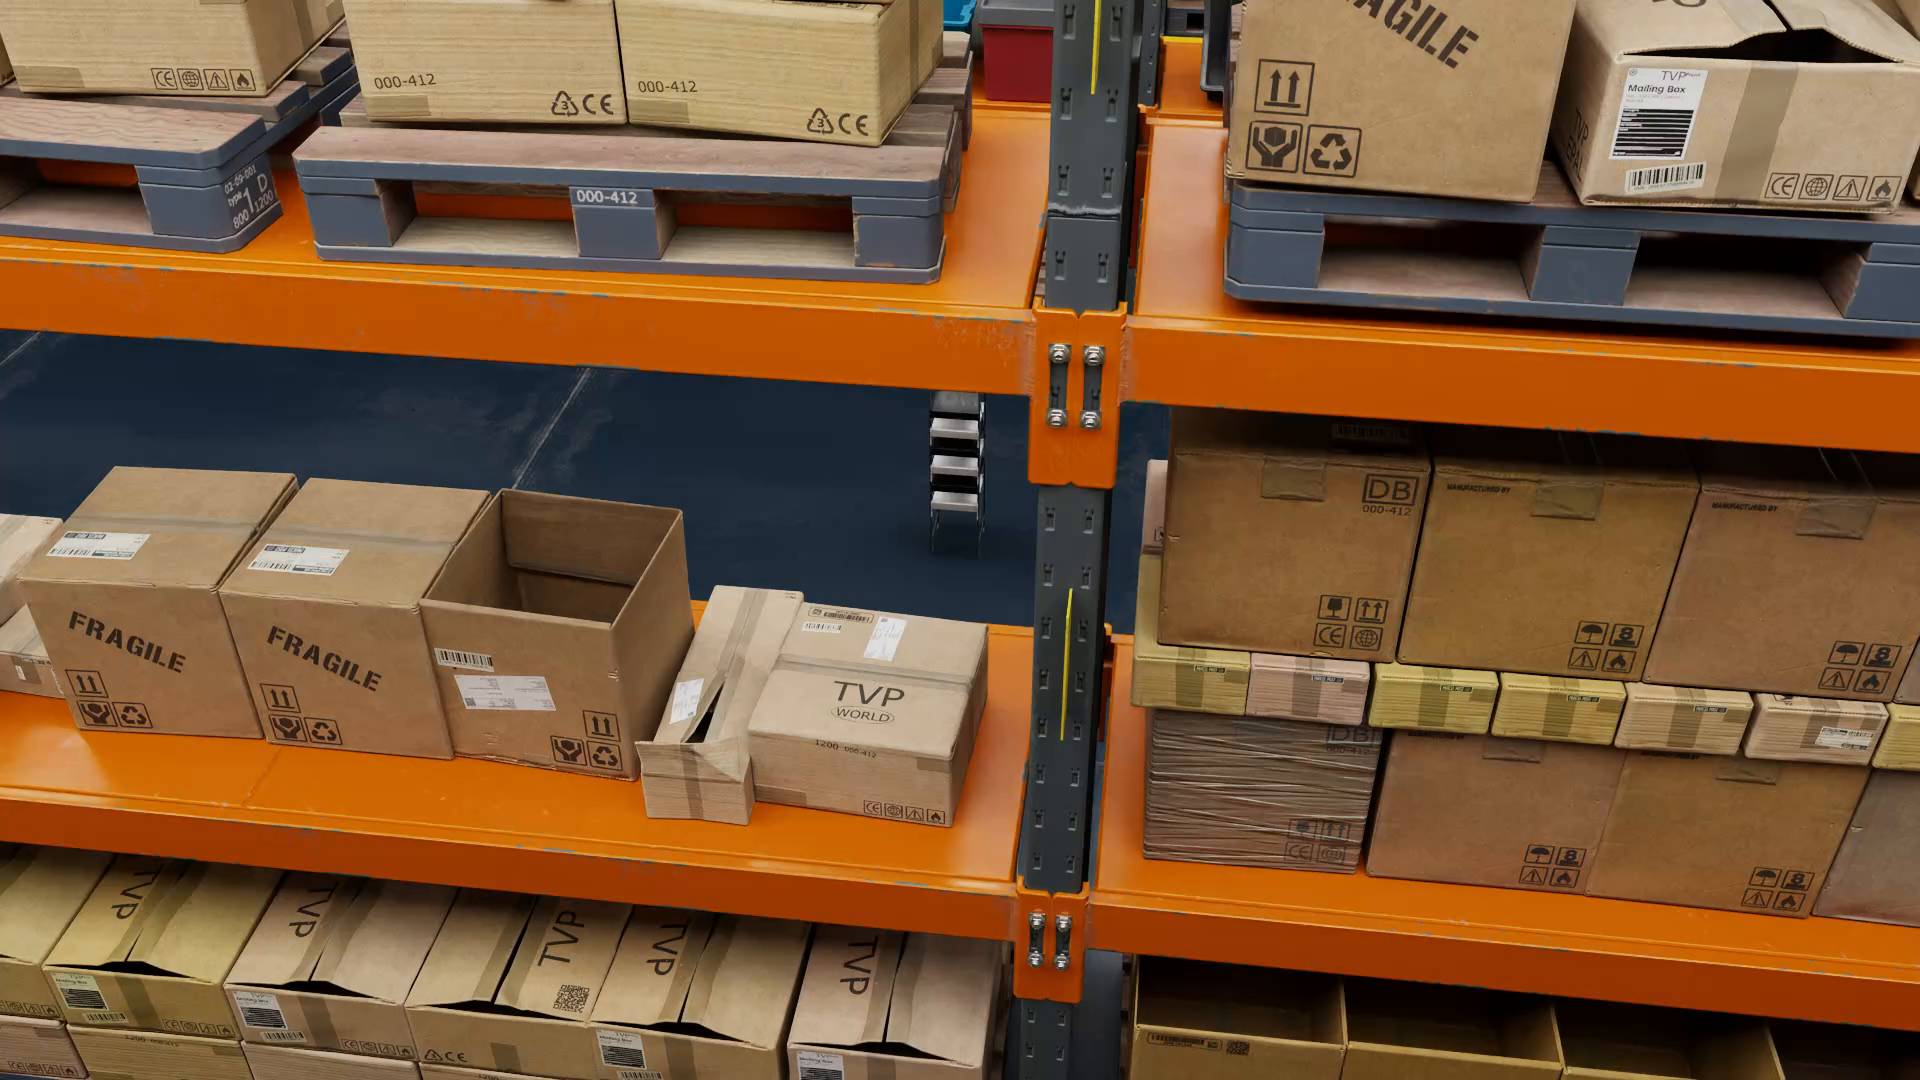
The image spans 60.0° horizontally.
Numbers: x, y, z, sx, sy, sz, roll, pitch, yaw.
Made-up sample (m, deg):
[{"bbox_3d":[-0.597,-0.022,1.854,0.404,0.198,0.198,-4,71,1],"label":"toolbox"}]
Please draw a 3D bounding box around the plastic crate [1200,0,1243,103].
[{"bbox_3d":[1.414,-2.336,7.994,0.504,0.338,0.767,4,36,6],"label":"plastic crate"}]

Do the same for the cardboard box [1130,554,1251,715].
[{"bbox_3d":[0.518,0.207,3.733,0.250,0.149,0.380,4,36,6],"label":"cardboard box"}]

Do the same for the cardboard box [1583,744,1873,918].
[{"bbox_3d":[1.738,0.444,3.960,0.500,0.500,0.700,5,36,7],"label":"cardboard box"}]

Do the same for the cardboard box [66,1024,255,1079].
[{"bbox_3d":[-2.194,1.312,4.834,0.500,0.250,0.500,3,36,5],"label":"cardboard box"}]

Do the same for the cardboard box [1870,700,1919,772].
[{"bbox_3d":[2.055,0.320,3.575,0.250,0.149,0.380,4,36,6],"label":"cardboard box"}]

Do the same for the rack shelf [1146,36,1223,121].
[{"bbox_3d":[2.894,-2.033,8.135,4.000,0.370,1.077,4,36,6],"label":"rack shelf"}]

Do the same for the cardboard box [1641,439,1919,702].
[{"bbox_3d":[1.715,-0.085,3.584,0.500,0.500,0.700,4,36,6],"label":"cardboard box"}]

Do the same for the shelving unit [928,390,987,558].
[{"bbox_3d":[-0.008,-0.367,6.989,0.210,0.900,0.258,4,36,6],"label":"shelving unit"}]

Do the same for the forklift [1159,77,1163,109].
[{"bbox_3d":[2.339,-3.844,10.112,3.031,2.935,1.130,8,36,11],"label":"forklift"}]

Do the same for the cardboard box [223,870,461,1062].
[{"bbox_3d":[-1.672,1.123,4.617,0.500,0.311,0.500,4,36,5],"label":"cardboard box"}]

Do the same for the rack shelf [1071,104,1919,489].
[{"bbox_3d":[2.260,-0.400,3.265,4.000,0.370,1.077,4,36,6],"label":"rack shelf"}]

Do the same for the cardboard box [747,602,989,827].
[{"bbox_3d":[-0.218,0.430,4.194,0.500,0.250,0.500,6,36,9],"label":"cardboard box"}]

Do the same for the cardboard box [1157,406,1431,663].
[{"bbox_3d":[0.717,-0.159,3.688,0.500,0.500,0.700,4,36,6],"label":"cardboard box"}]

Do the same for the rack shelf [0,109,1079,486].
[{"bbox_3d":[-1.708,-0.696,3.680,4.000,0.370,1.077,4,36,6],"label":"rack shelf"}]

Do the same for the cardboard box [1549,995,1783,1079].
[{"bbox_3d":[1.688,1.312,4.189,0.500,0.500,0.500,4,36,6],"label":"cardboard box"}]

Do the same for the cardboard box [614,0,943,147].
[{"bbox_3d":[-0.334,-1.001,3.257,0.500,0.250,0.500,8,36,11],"label":"cardboard box"}]

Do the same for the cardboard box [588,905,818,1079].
[{"bbox_3d":[-0.679,1.201,4.508,0.500,0.311,0.500,5,36,7],"label":"cardboard box"}]

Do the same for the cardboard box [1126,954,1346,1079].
[{"bbox_3d":[0.696,1.238,4.293,0.500,0.500,0.500,4,36,6],"label":"cardboard box"}]

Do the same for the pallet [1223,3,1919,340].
[{"bbox_3d":[1.125,-0.756,3.222,1.213,0.211,1.003,4,36,6],"label":"pallet"}]

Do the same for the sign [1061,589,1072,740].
[{"bbox_3d":[0.217,0.255,3.382,0.005,0.325,0.100,4,36,6],"label":"sign"}]

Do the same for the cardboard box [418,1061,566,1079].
[{"bbox_3d":[-1.181,1.389,4.727,0.500,0.250,0.500,5,36,7],"label":"cardboard box"}]

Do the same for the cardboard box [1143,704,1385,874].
[{"bbox_3d":[0.717,0.369,4.065,0.500,0.500,0.700,3,36,5],"label":"cardboard box"}]

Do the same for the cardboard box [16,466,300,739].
[{"bbox_3d":[-2.025,0.159,4.360,0.500,0.500,0.500,2,36,3],"label":"cardboard box"}]

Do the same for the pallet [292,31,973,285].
[{"bbox_3d":[-0.600,-0.820,3.400,1.217,0.209,0.805,3,36,4],"label":"pallet"}]

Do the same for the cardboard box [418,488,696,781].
[{"bbox_3d":[-1.006,0.235,4.253,0.500,0.500,0.500,7,36,9],"label":"cardboard box"}]

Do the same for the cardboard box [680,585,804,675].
[{"bbox_3d":[-0.577,0.299,4.465,0.250,0.149,0.380,4,36,6],"label":"cardboard box"}]

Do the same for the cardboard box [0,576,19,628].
[{"bbox_3d":[-2.829,0.299,4.326,0.500,0.311,0.500,4,36,5],"label":"cardboard box"}]

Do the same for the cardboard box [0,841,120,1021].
[{"bbox_3d":[-2.687,1.046,4.724,0.500,0.311,0.500,3,36,5],"label":"cardboard box"}]

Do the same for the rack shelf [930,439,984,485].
[{"bbox_3d":[-0.008,-0.340,7.009,0.200,0.077,0.258,4,36,6],"label":"rack shelf"}]

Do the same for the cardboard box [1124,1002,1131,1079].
[{"bbox_3d":[0.697,1.538,4.519,0.500,0.250,0.500,4,36,6],"label":"cardboard box"}]

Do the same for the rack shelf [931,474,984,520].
[{"bbox_3d":[-0.008,-0.193,7.113,0.200,0.077,0.258,4,36,6],"label":"rack shelf"}]

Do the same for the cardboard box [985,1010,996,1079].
[{"bbox_3d":[-0.172,1.465,4.621,0.500,0.250,0.500,4,36,6],"label":"cardboard box"}]

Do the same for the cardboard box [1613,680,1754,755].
[{"bbox_3d":[1.531,0.282,3.628,0.250,0.149,0.380,3,36,4],"label":"cardboard box"}]

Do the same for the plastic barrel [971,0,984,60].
[{"bbox_3d":[-0.010,-2.726,8.370,0.433,0.535,0.433,0,36,0],"label":"plastic barrel"}]

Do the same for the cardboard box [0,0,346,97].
[{"bbox_3d":[-1.613,-1.127,3.433,0.500,0.250,0.500,1,36,2],"label":"cardboard box"}]

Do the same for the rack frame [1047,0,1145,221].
[{"bbox_3d":[0.276,-2.061,2.392,0.127,3.000,1.000,4,36,6],"label":"rack frame"}]

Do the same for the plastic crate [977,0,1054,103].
[{"bbox_3d":[0.391,-2.359,7.918,0.583,0.464,0.402,4,36,6],"label":"plastic crate"}]

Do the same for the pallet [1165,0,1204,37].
[{"bbox_3d":[2.212,-4.163,12.901,1.213,0.211,1.003,4,36,6],"label":"pallet"}]

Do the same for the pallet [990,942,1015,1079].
[{"bbox_3d":[-0.460,1.483,4.990,1.213,0.211,1.003,4,36,6],"label":"pallet"}]

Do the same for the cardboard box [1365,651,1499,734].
[{"bbox_3d":[1.023,0.244,3.682,0.250,0.149,0.380,3,36,5],"label":"cardboard box"}]

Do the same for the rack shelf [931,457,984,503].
[{"bbox_3d":[-0.008,-0.267,7.061,0.200,0.077,0.258,4,36,6],"label":"rack shelf"}]

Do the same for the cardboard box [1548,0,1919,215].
[{"bbox_3d":[1.278,-0.803,2.806,0.500,0.311,0.500,2,36,3],"label":"cardboard box"}]

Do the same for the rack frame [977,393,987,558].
[{"bbox_3d":[0.093,-0.359,6.979,0.006,0.900,0.240,4,36,6],"label":"rack frame"}]

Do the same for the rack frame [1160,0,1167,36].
[{"bbox_3d":[1.541,-5.327,12.132,0.127,3.000,1.000,4,36,6],"label":"rack frame"}]
